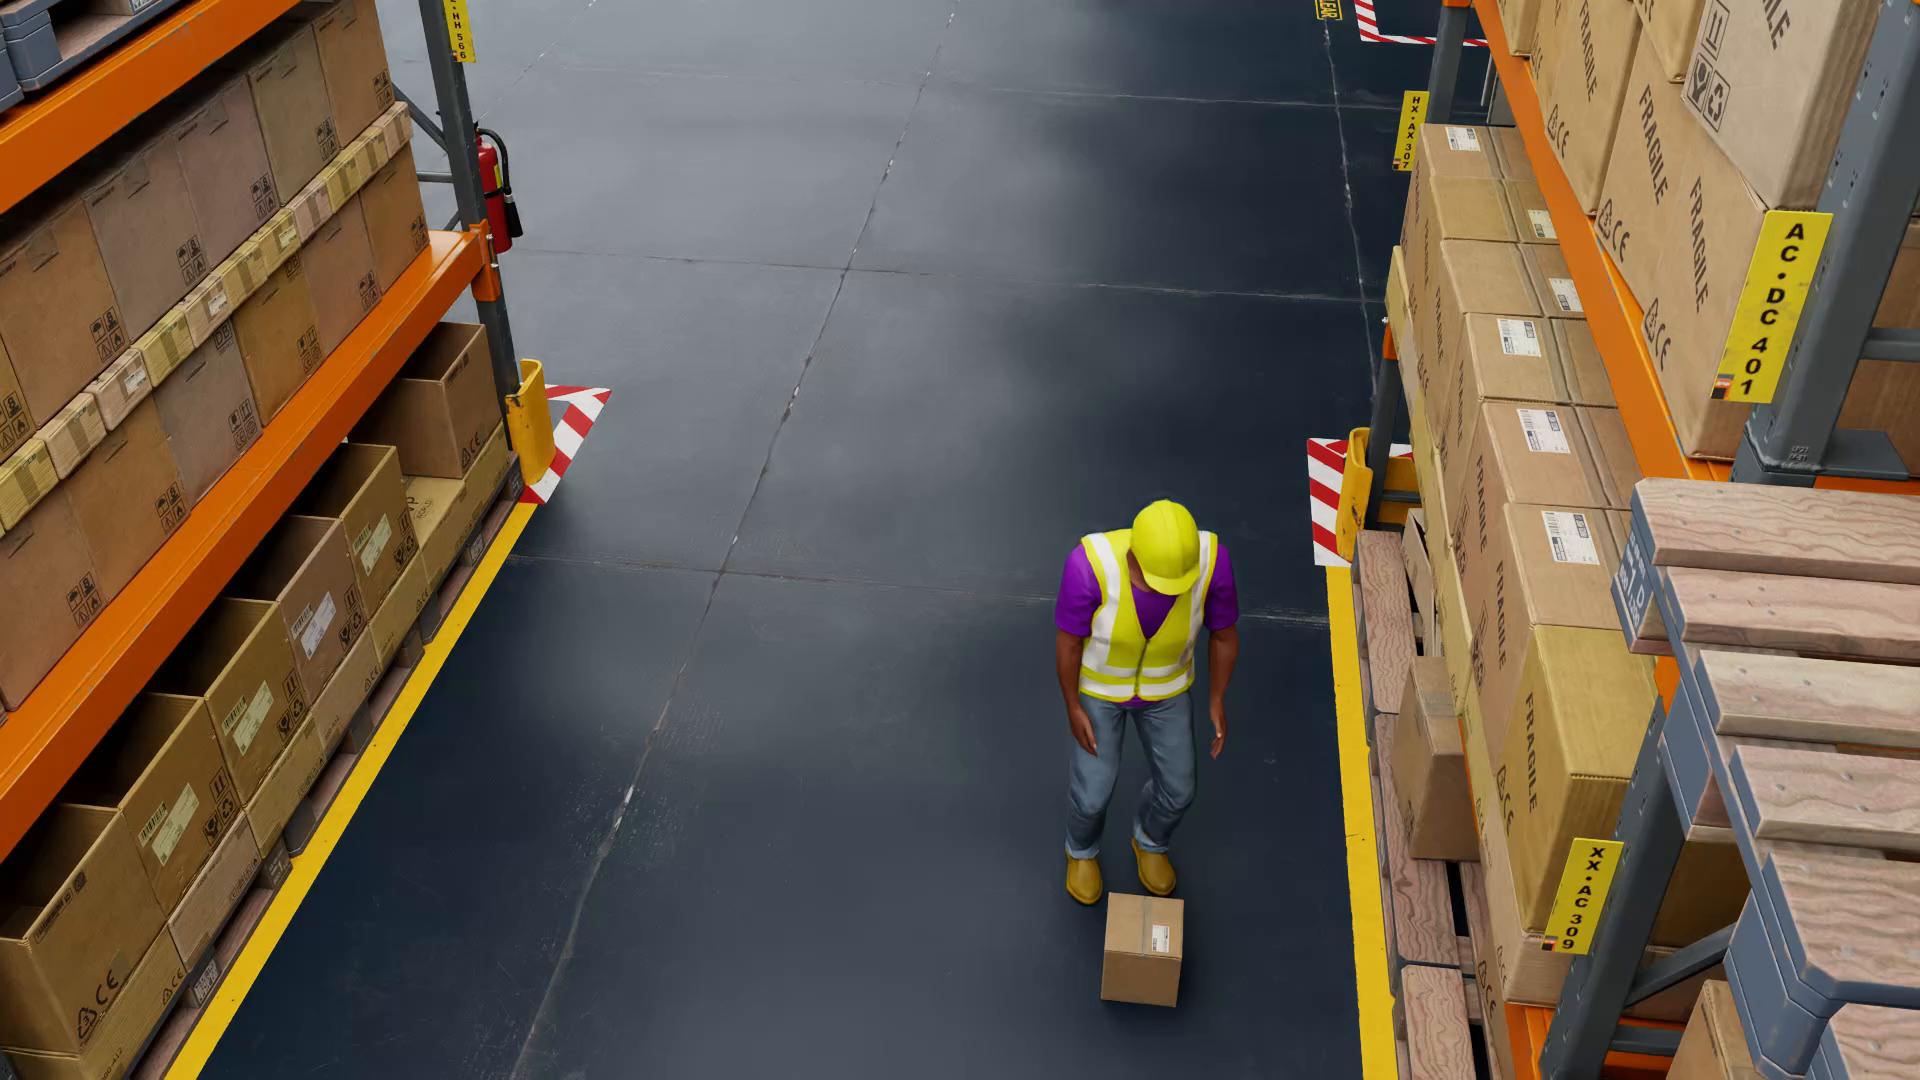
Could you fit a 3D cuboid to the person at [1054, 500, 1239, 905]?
[{"bbox_3d":[0.603,0.513,5.493,0.602,1.683,0.511,-2,36,-3],"label":"person"}]
